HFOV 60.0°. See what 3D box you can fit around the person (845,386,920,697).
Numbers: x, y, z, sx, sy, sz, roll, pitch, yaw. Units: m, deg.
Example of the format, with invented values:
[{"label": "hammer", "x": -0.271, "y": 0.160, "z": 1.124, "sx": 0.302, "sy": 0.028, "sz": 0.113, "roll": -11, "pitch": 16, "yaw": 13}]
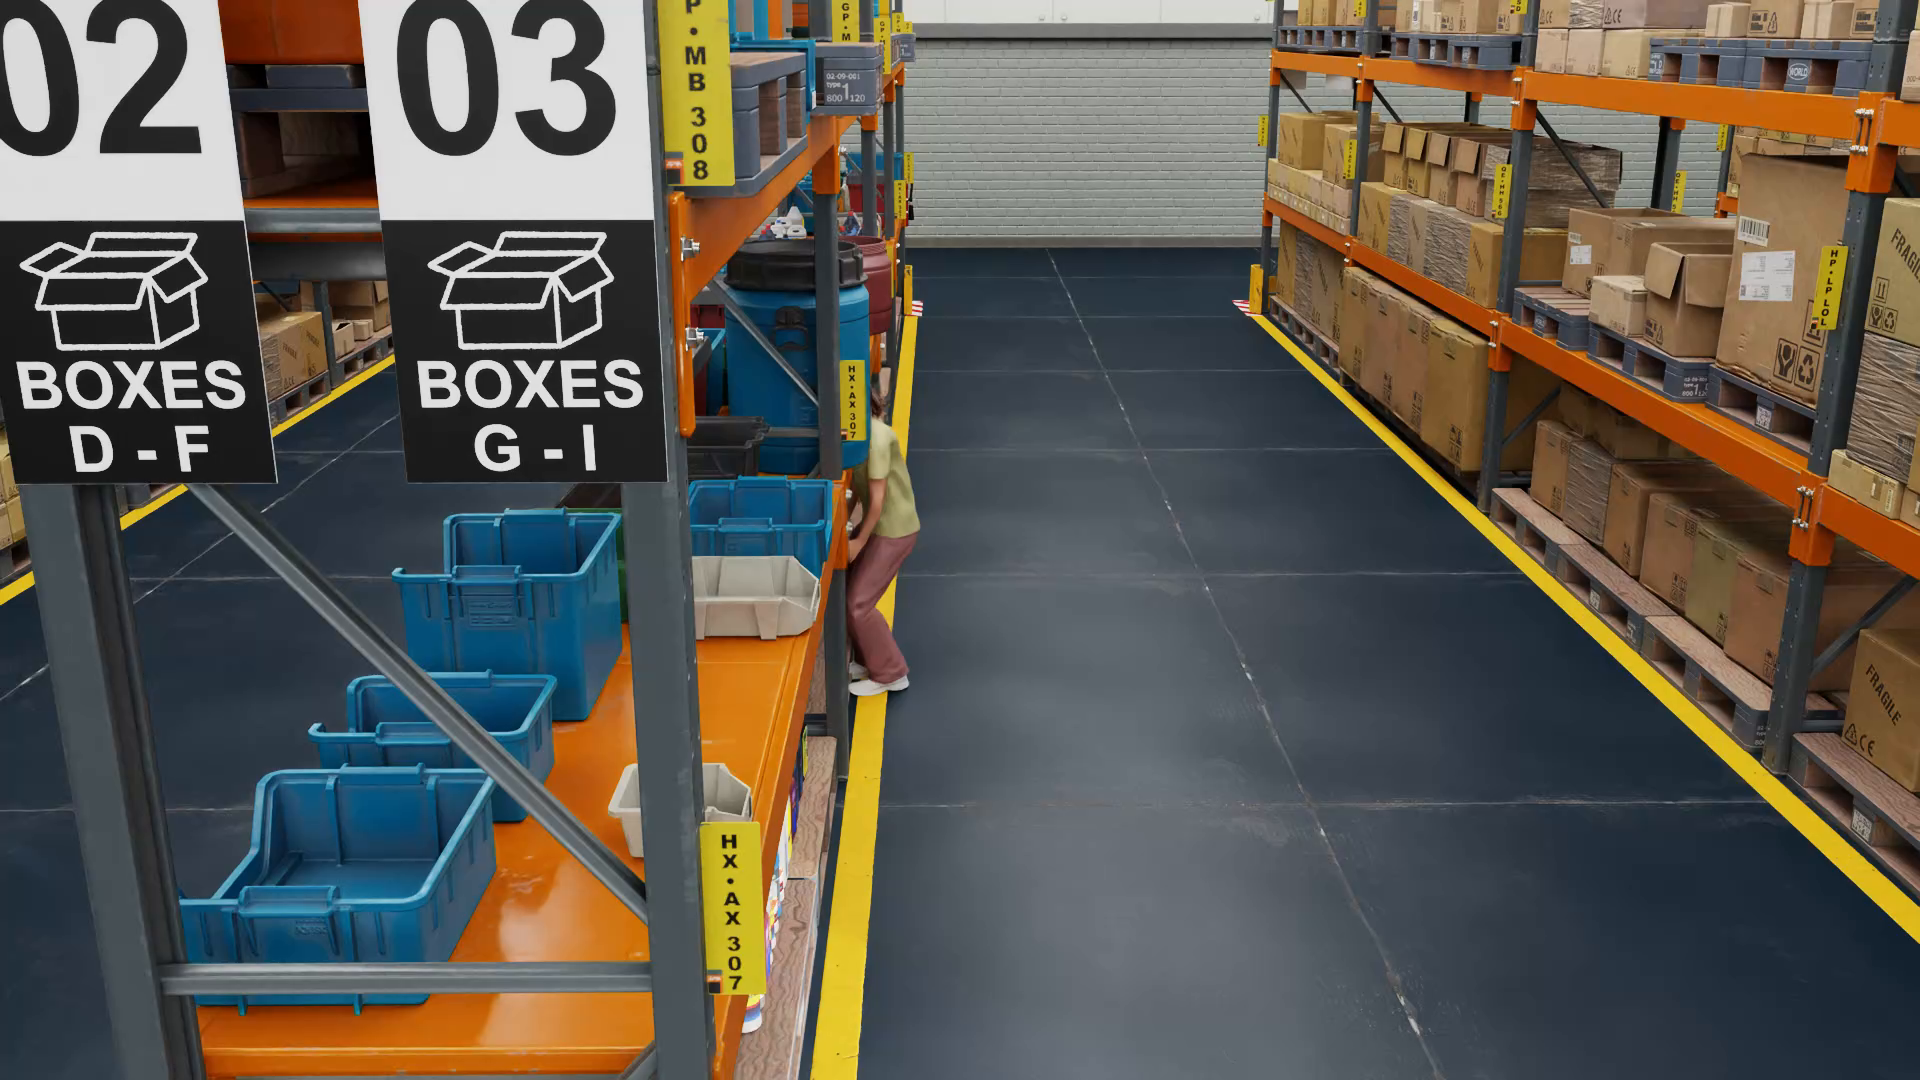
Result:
[{"label": "person", "x": -0.434, "y": -0.006, "z": 7.870, "sx": 0.490, "sy": 1.507, "sz": 0.490, "roll": -5, "pitch": 18, "yaw": -15}]
